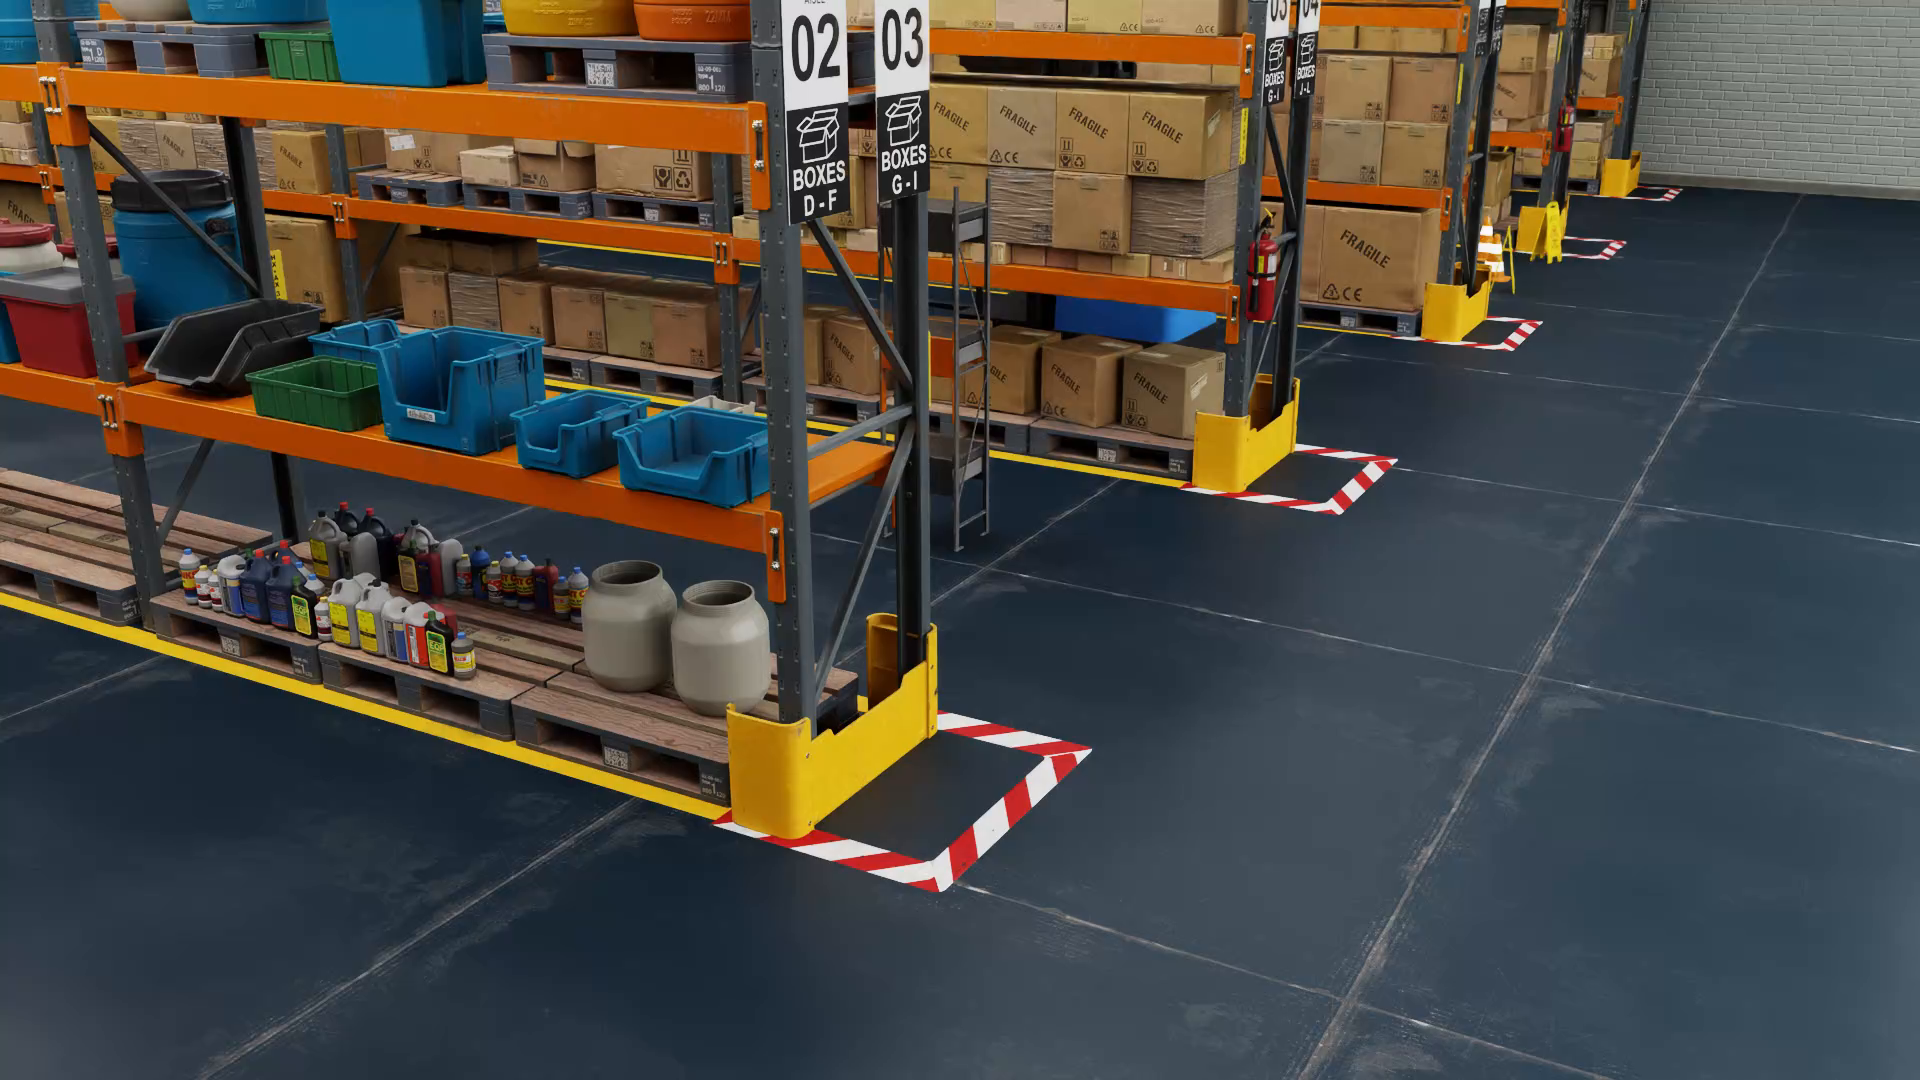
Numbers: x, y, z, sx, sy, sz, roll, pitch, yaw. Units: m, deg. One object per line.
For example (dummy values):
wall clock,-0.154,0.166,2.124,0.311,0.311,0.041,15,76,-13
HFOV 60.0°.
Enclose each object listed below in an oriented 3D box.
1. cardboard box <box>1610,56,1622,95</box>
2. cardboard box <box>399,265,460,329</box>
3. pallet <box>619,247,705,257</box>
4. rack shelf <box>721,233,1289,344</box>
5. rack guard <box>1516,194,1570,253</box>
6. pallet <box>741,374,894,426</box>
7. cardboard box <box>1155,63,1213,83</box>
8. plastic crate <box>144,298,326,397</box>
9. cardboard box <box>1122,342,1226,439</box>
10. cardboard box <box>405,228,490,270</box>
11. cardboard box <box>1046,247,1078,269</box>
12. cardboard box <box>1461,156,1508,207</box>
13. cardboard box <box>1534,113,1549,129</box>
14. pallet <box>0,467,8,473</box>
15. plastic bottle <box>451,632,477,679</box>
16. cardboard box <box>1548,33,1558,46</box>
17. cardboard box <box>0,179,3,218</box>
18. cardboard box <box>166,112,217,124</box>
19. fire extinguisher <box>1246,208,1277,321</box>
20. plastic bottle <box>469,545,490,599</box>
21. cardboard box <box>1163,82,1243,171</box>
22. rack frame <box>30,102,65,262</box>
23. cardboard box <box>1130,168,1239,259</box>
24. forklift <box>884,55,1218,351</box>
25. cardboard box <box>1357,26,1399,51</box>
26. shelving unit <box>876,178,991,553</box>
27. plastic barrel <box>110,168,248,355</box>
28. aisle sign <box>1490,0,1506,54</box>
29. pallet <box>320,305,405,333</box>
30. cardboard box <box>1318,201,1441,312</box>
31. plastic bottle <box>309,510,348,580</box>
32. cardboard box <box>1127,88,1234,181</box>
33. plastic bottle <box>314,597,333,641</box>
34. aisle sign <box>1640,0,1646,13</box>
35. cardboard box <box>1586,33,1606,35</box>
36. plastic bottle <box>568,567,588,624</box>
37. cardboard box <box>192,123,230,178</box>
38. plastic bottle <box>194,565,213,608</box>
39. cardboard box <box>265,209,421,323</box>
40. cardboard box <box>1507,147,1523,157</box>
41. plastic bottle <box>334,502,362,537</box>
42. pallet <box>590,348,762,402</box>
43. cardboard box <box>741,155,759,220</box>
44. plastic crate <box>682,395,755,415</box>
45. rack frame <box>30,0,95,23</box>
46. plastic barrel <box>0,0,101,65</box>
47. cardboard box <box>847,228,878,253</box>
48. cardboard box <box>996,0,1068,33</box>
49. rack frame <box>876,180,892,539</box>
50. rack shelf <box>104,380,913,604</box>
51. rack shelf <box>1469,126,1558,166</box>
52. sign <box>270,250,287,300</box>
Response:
cardboard box,8.945,-6.533,23.330,0.500,0.500,0.500,12,23,29
cardboard box,-4.398,-2.149,14.411,0.500,0.500,0.700,10,22,24
pallet,-3.167,-3.502,19.210,1.213,0.211,1.003,11,23,27
rack shelf,0.246,-1.887,11.723,4.000,0.370,1.077,11,23,27
rack guard,6.758,-3.680,19.277,0.348,0.500,1.175,11,23,27
pallet,-0.897,-1.146,12.714,1.213,0.211,1.003,11,23,27
cardboard box,2.253,-4.336,15.617,0.550,0.550,0.875,11,23,27
plastic crate,-3.521,-0.929,8.118,0.504,0.338,0.767,11,23,27
cardboard box,1.455,-1.024,11.338,0.500,0.500,0.500,16,25,37
cardboard box,-4.393,-2.505,14.292,0.500,0.250,0.500,12,23,29
cardboard box,0.772,-1.928,11.151,0.250,0.149,0.380,11,23,27
cardboard box,5.998,-4.156,19.239,0.500,0.500,0.500,11,23,28
cardboard box,6.629,-4.843,19.185,0.250,0.149,0.380,11,23,28
pallet,-6.750,-0.297,10.375,1.213,0.211,1.003,11,23,27
plastic bottle,-2.241,0.516,7.503,0.097,0.201,0.097,0,20,0
cardboard box,8.174,-6.940,23.065,0.250,0.149,0.380,11,23,28
cardboard box,-9.807,-3.370,17.256,0.875,0.875,0.875,11,23,27
cardboard box,-6.779,-4.087,15.114,0.637,0.503,0.797,12,23,29
fire extinguisher,1.867,-1.700,10.266,0.183,0.674,0.296,11,23,27
plastic bottle,-2.418,0.156,8.391,0.097,0.271,0.097,0,20,0
cardboard box,1.645,-2.722,10.921,0.500,0.500,0.500,11,23,27
rack frame,-8.484,-3.888,16.185,0.127,3.000,1.000,11,23,27
cardboard box,1.525,-2.179,10.890,0.500,0.500,0.875,11,23,27
forklift,0.644,-3.052,13.980,3.031,2.935,1.130,11,23,28
cardboard box,4.971,-5.784,19.363,0.500,0.500,0.700,11,22,27
shelving unit,-0.144,-1.015,9.583,0.503,2.100,0.431,11,23,27
plastic barrel,-4.105,-1.473,8.792,0.708,0.901,0.600,11,23,27
aisle sign,4.707,-4.652,14.478,0.004,0.787,0.394,11,23,27
pallet,-5.644,-2.066,15.250,1.213,0.211,1.003,11,23,27
cardboard box,3.875,-2.644,15.255,0.875,0.875,0.875,11,23,28
plastic bottle,-3.283,0.020,8.652,0.185,0.351,0.144,11,23,27
cardboard box,1.391,-2.567,10.494,0.500,0.500,0.500,11,23,27
plastic bottle,-3.013,0.369,7.908,0.097,0.201,0.097,0,20,0
aisle sign,9.156,-7.445,22.177,0.004,0.787,0.394,11,23,27
cardboard box,8.852,-6.995,23.216,0.250,0.149,0.380,12,23,29
plastic bottle,-1.855,0.264,8.096,0.097,0.271,0.097,0,20,0
cardboard box,-6.431,-3.448,14.826,0.500,0.500,0.500,10,22,26
plastic bottle,-3.763,0.226,8.302,0.097,0.201,0.097,0,20,0
cardboard box,-5.585,-2.542,14.975,0.875,0.875,1.225,10,22,25
cardboard box,7.771,-5.615,23.629,0.500,0.250,0.500,10,22,26
plastic bottle,-3.213,-0.023,8.770,0.185,0.351,0.144,10,22,26
pallet,-2.181,-1.376,13.348,1.213,0.211,1.003,11,23,27
cardboard box,-1.138,-2.651,12.192,0.500,0.500,0.875,11,23,27
plastic crate,-1.048,-0.539,7.338,0.250,0.136,0.298,11,23,27
rack frame,-3.916,-3.903,7.429,0.127,3.000,1.000,11,23,27
plastic barrel,-4.466,-2.749,7.910,0.708,0.901,0.600,11,23,27
cardboard box,-0.595,-2.143,11.742,0.250,0.149,0.380,11,23,27
cardboard box,0.566,-3.406,10.678,0.500,0.250,0.500,11,23,28
rack frame,-0.358,-1.055,9.695,0.015,2.100,0.400,11,23,27
rack shelf,-2.170,-0.412,7.658,4.000,0.370,1.077,11,23,27
rack shelf,5.079,-4.837,19.856,4.000,0.370,1.077,11,23,27
sign,-3.638,-1.375,8.851,0.005,0.325,0.100,11,23,27
